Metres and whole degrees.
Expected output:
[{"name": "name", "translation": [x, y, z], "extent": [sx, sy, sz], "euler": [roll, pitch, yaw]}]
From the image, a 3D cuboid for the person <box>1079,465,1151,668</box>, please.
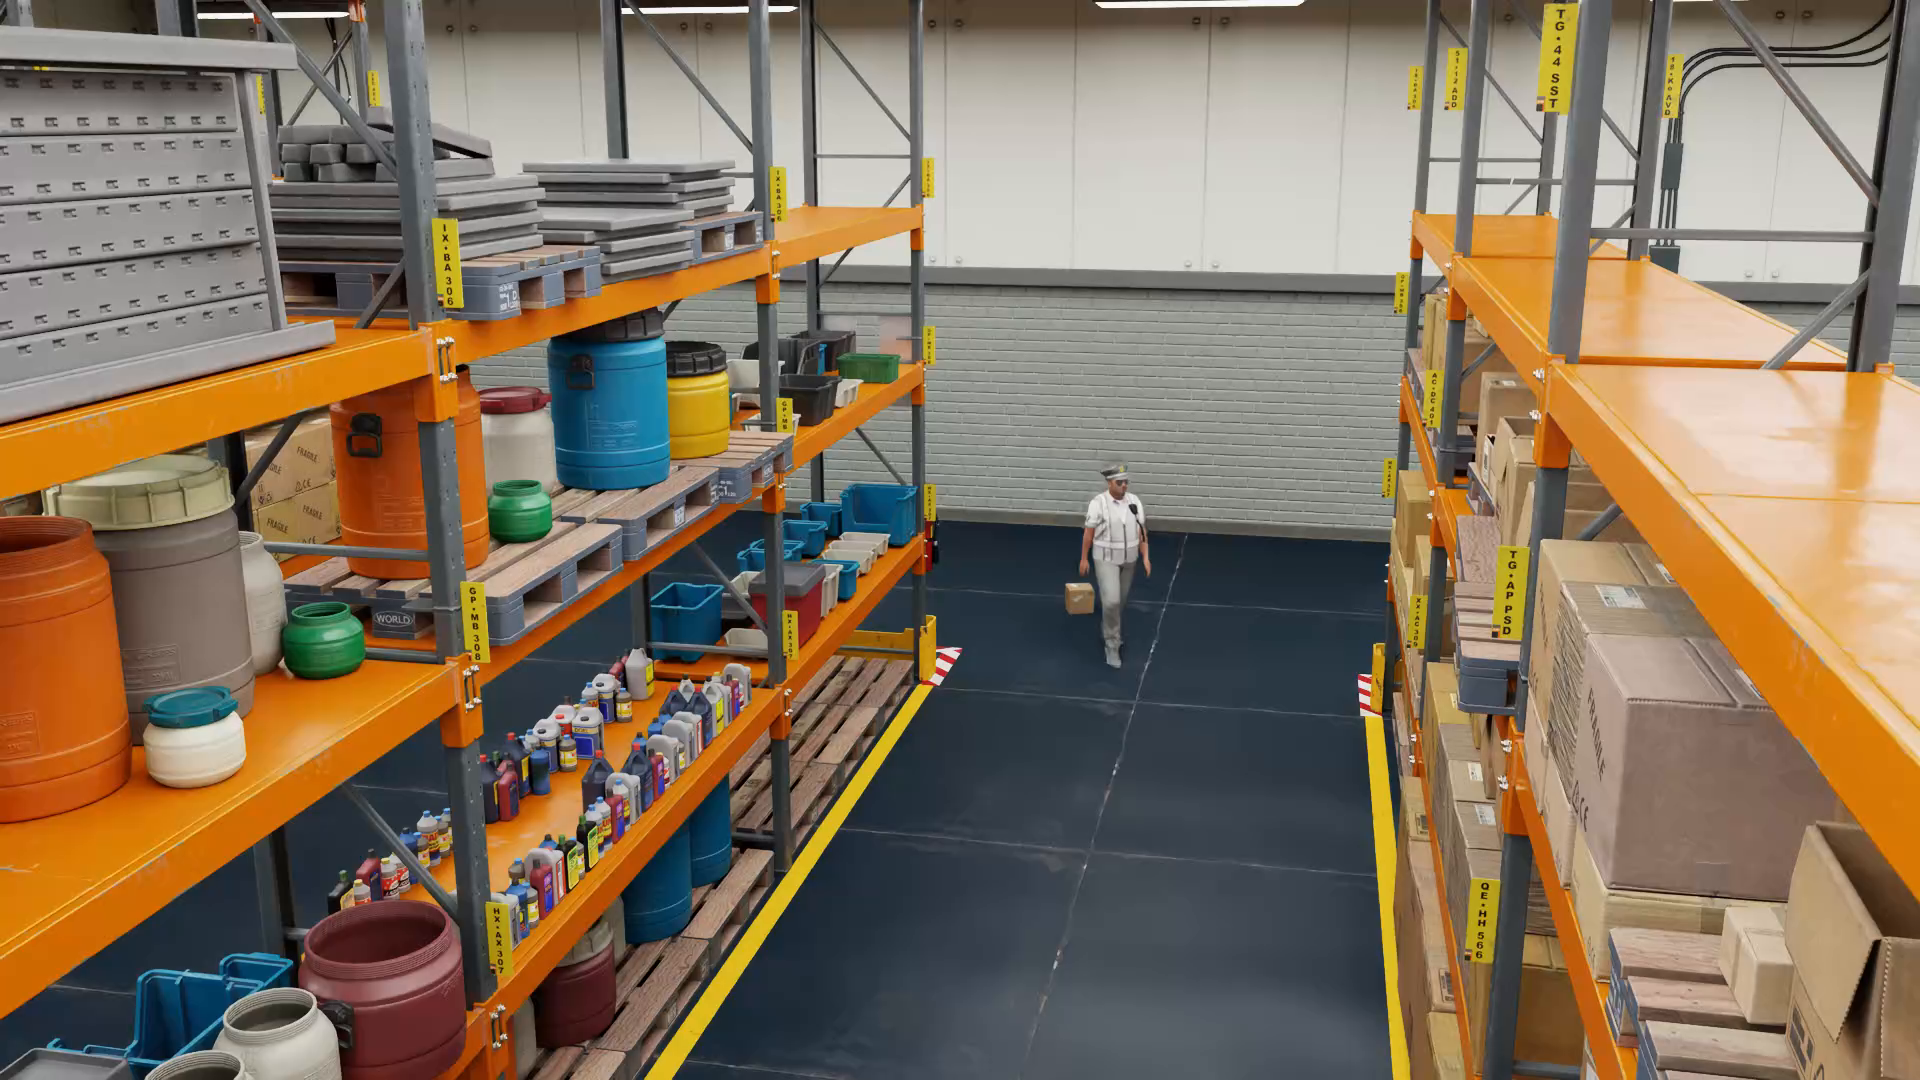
[{"name": "person", "translation": [1.445, 0.211, 15.209], "extent": [0.586, 1.829, 0.736], "euler": [-7, 16, -24]}]
